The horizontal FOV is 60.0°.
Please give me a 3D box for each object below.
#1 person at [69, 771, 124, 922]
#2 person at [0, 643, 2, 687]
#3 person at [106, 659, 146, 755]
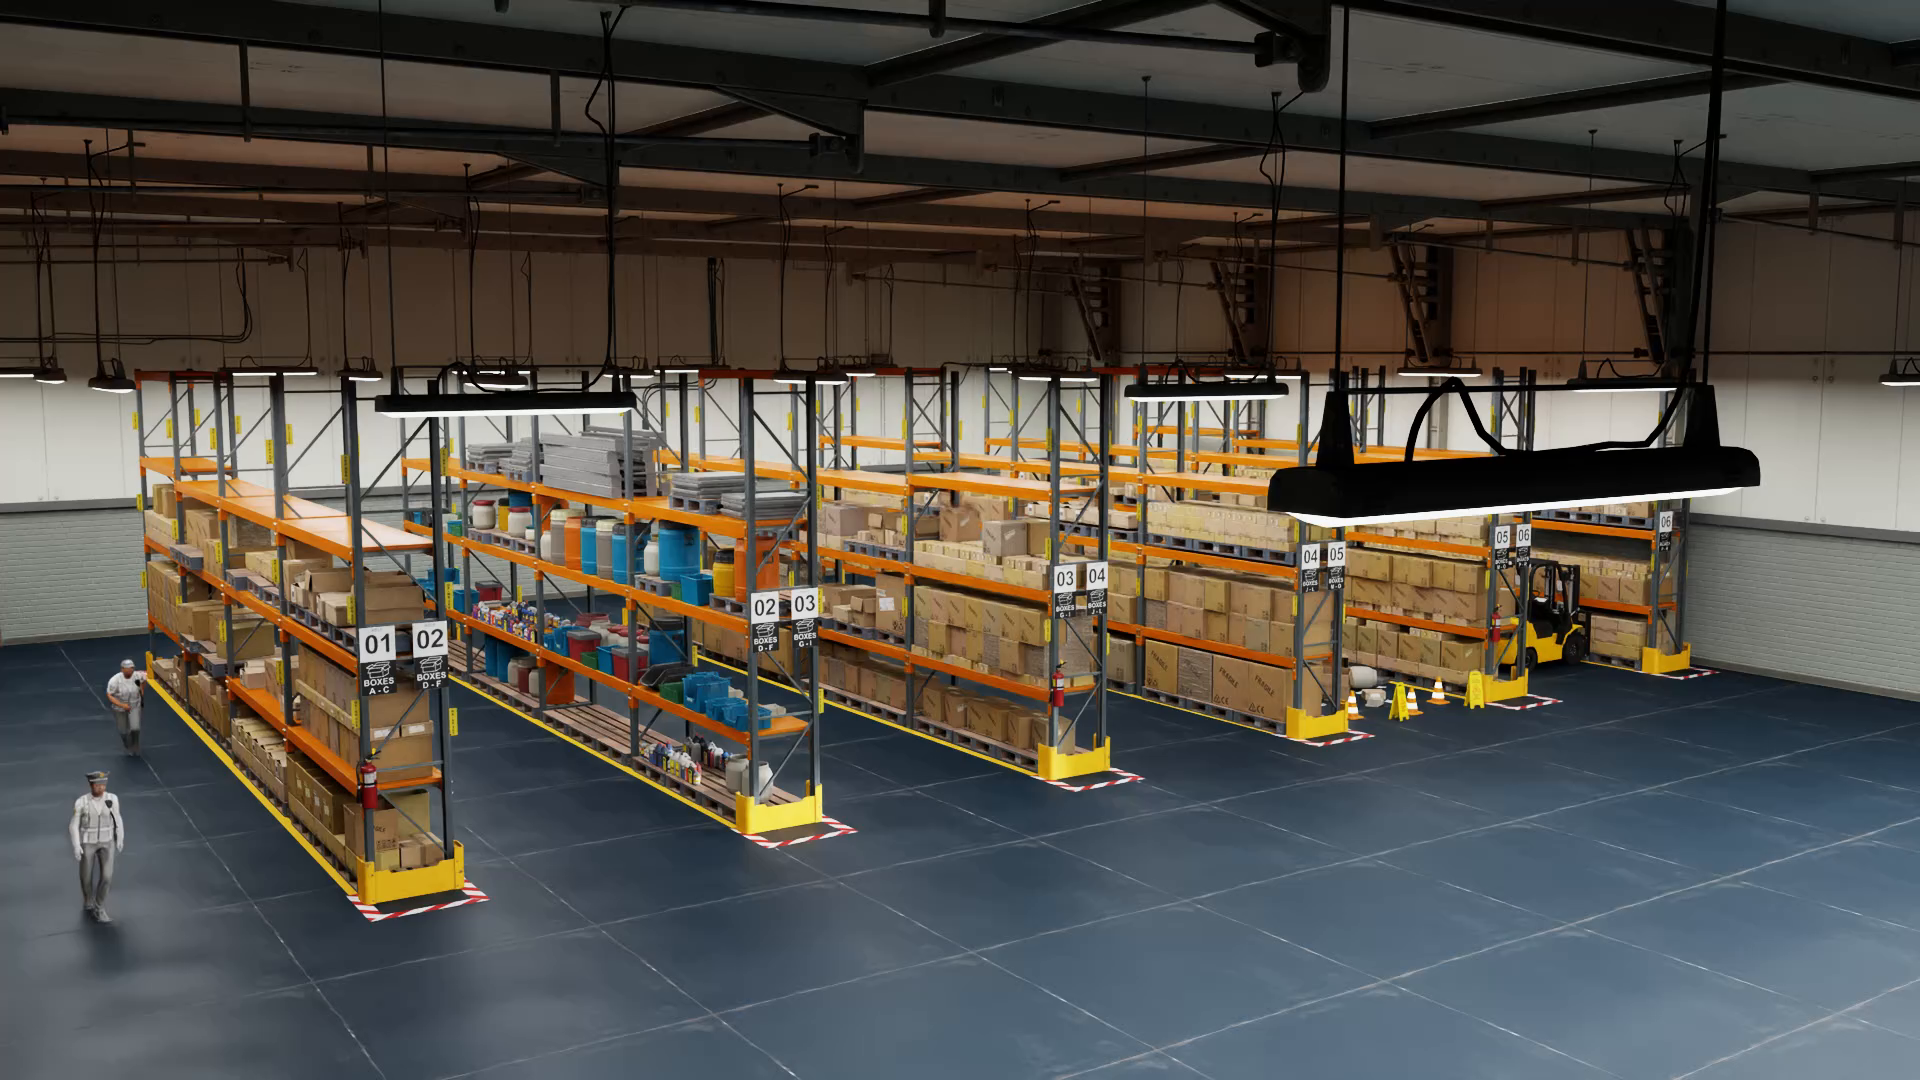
[{"bbox_3d":[-9.694,3.434,18.702,0.560,1.711,0.626,-5,8,-38],"label":"person"},{"bbox_3d":[-18.466,1.925,31.492,0.573,1.711,1.093,-5,8,-37],"label":"person"},{"bbox_3d":[-13.018,2.619,25.999,0.548,1.578,0.748,-3,7,-24],"label":"person"}]
